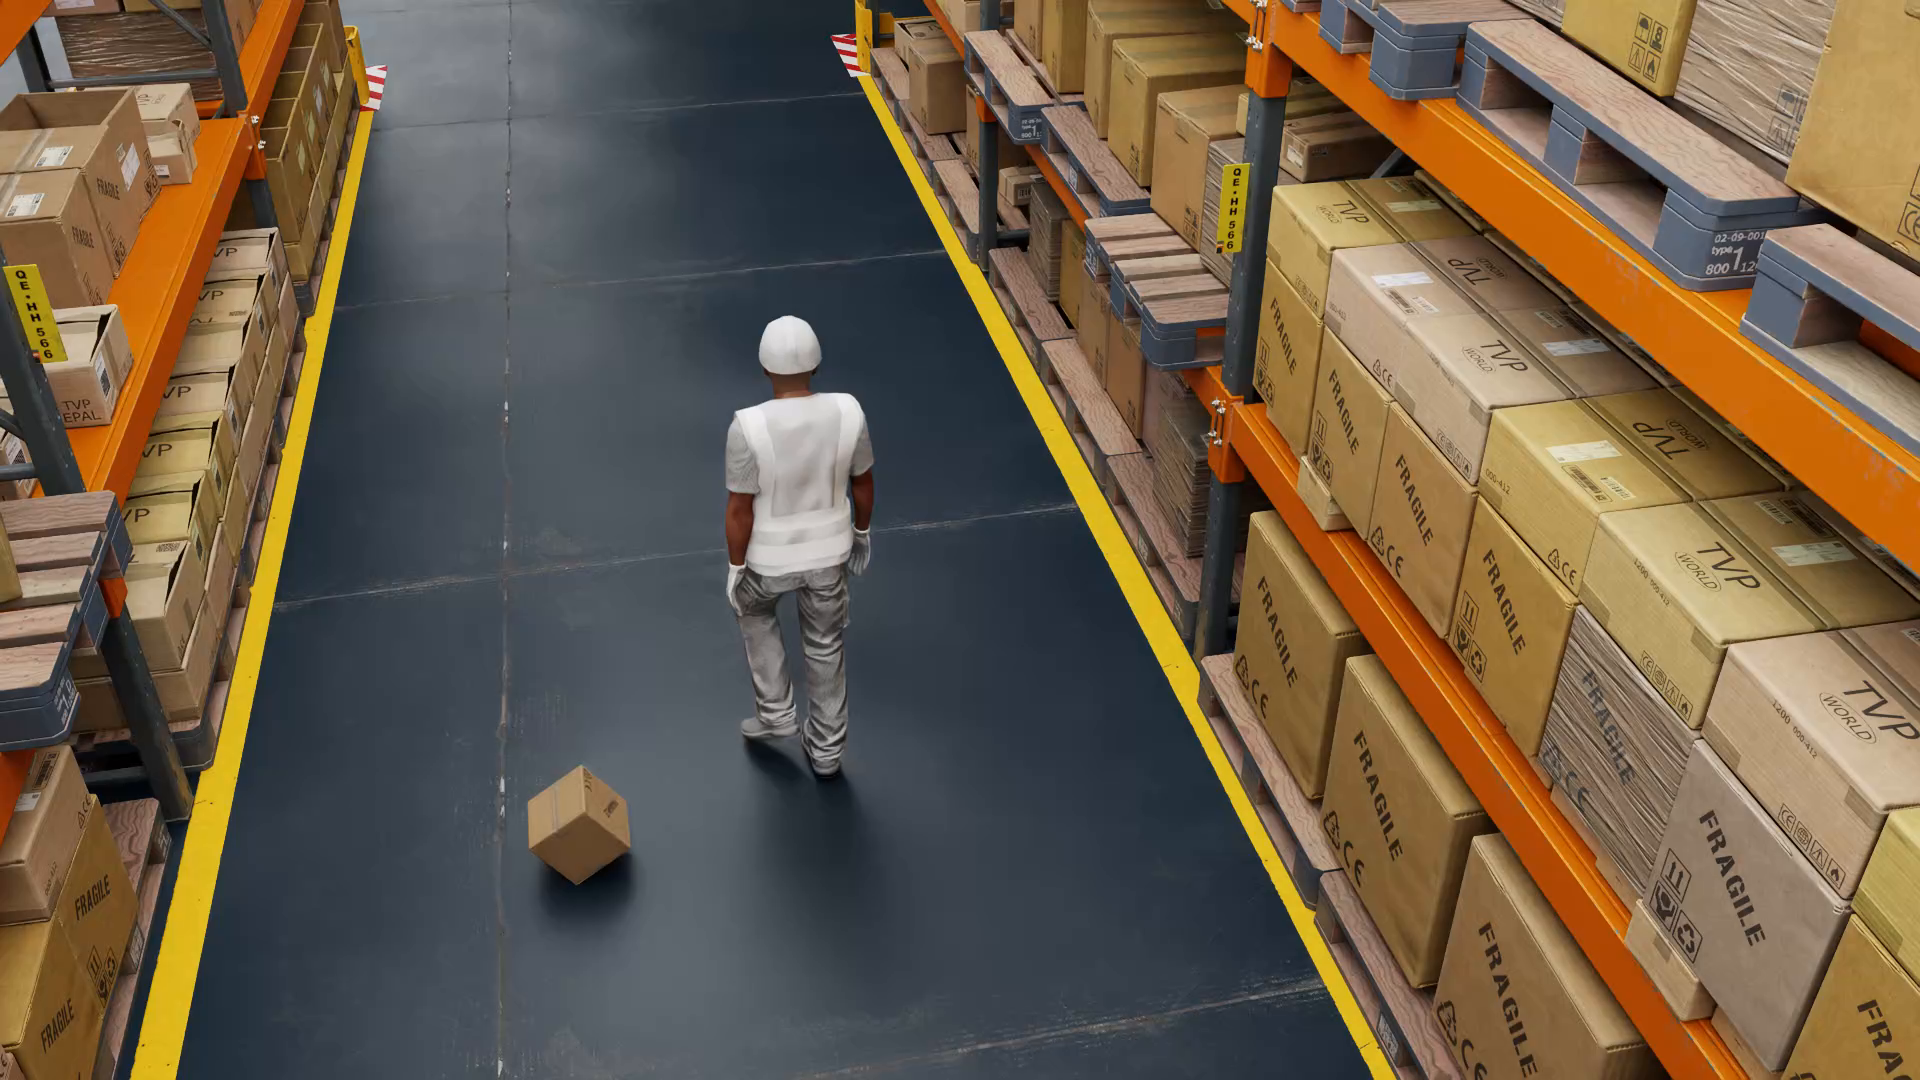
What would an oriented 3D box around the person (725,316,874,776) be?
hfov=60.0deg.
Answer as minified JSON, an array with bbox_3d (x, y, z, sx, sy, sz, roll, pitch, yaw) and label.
[{"bbox_3d":[-0.583,0.035,6.037,0.594,1.763,0.513,-11,36,-15],"label":"person"}]
